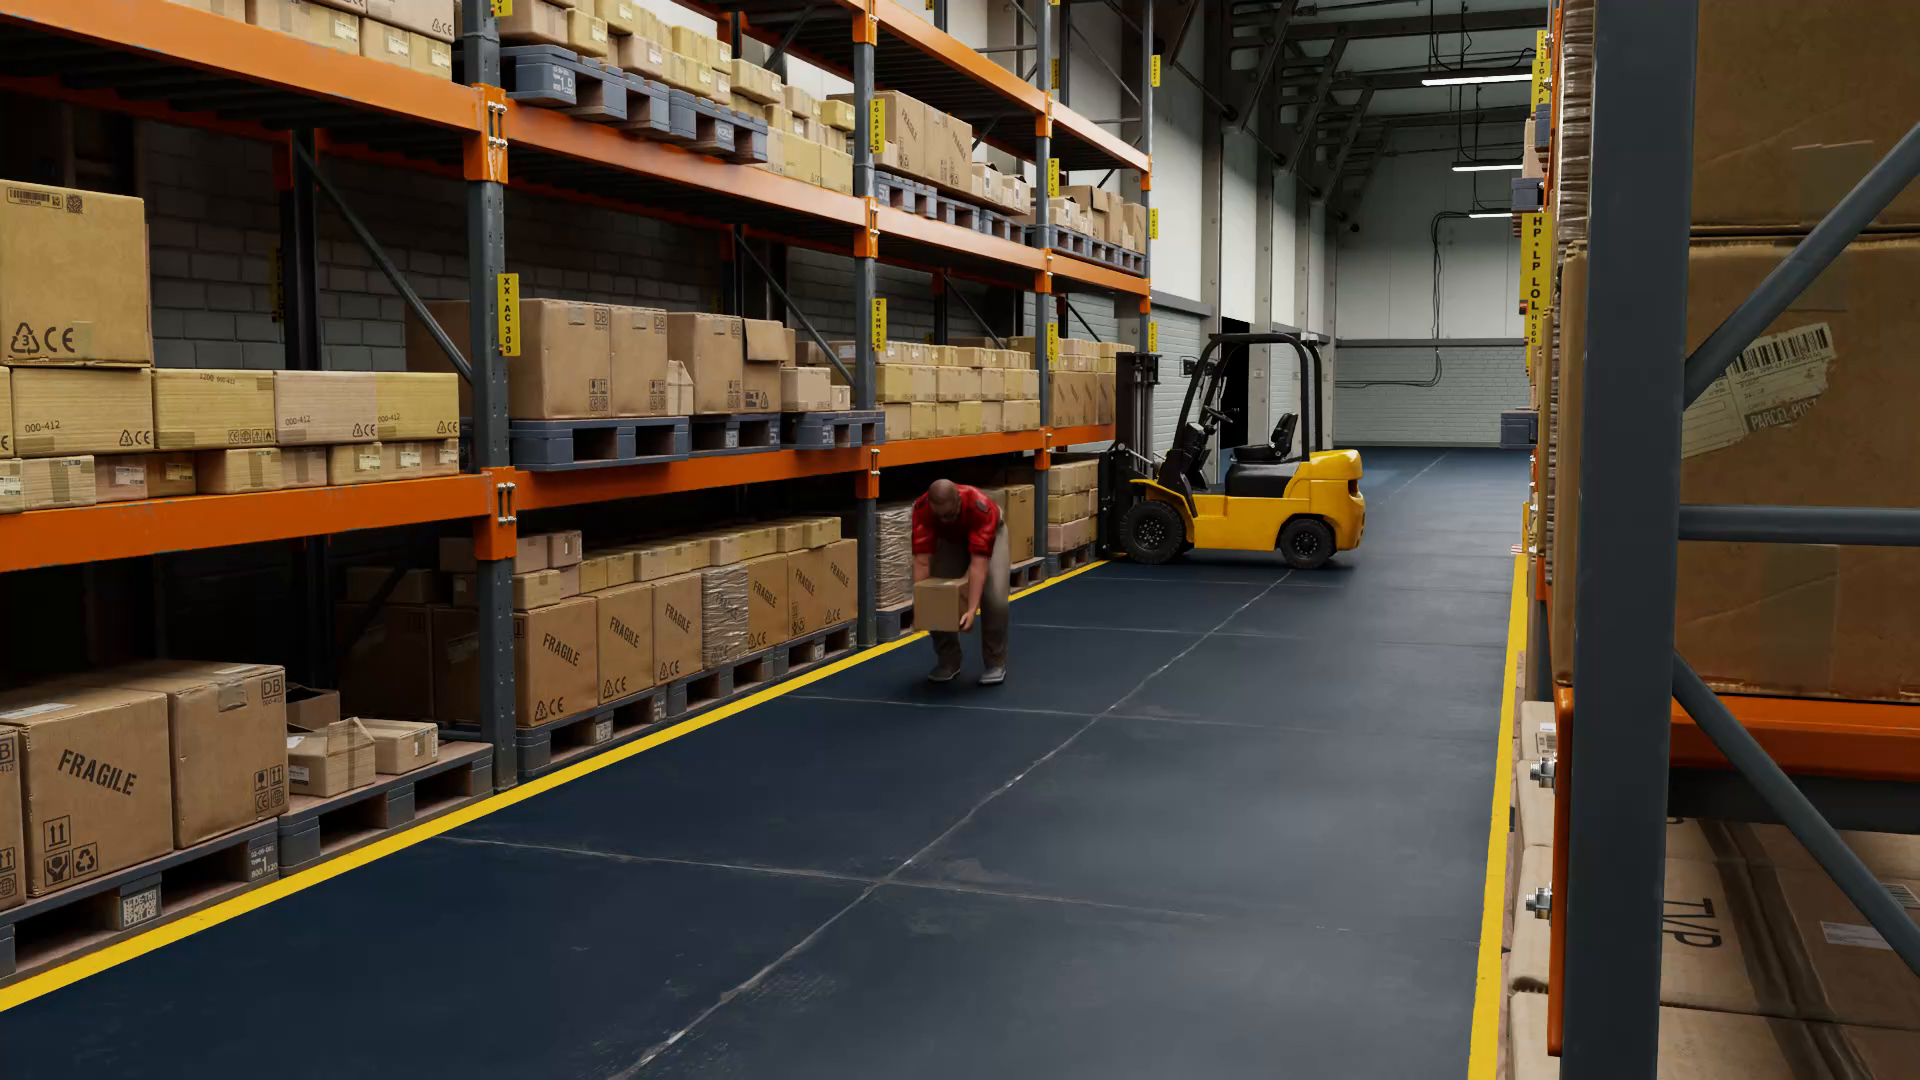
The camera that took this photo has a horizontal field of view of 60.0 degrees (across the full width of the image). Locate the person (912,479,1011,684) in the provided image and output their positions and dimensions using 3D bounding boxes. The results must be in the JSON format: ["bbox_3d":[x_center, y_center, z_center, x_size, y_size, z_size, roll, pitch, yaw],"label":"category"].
[{"bbox_3d":[-0.005,0.228,9.188,0.517,1.170,0.931,1,5,16],"label":"person"}]
